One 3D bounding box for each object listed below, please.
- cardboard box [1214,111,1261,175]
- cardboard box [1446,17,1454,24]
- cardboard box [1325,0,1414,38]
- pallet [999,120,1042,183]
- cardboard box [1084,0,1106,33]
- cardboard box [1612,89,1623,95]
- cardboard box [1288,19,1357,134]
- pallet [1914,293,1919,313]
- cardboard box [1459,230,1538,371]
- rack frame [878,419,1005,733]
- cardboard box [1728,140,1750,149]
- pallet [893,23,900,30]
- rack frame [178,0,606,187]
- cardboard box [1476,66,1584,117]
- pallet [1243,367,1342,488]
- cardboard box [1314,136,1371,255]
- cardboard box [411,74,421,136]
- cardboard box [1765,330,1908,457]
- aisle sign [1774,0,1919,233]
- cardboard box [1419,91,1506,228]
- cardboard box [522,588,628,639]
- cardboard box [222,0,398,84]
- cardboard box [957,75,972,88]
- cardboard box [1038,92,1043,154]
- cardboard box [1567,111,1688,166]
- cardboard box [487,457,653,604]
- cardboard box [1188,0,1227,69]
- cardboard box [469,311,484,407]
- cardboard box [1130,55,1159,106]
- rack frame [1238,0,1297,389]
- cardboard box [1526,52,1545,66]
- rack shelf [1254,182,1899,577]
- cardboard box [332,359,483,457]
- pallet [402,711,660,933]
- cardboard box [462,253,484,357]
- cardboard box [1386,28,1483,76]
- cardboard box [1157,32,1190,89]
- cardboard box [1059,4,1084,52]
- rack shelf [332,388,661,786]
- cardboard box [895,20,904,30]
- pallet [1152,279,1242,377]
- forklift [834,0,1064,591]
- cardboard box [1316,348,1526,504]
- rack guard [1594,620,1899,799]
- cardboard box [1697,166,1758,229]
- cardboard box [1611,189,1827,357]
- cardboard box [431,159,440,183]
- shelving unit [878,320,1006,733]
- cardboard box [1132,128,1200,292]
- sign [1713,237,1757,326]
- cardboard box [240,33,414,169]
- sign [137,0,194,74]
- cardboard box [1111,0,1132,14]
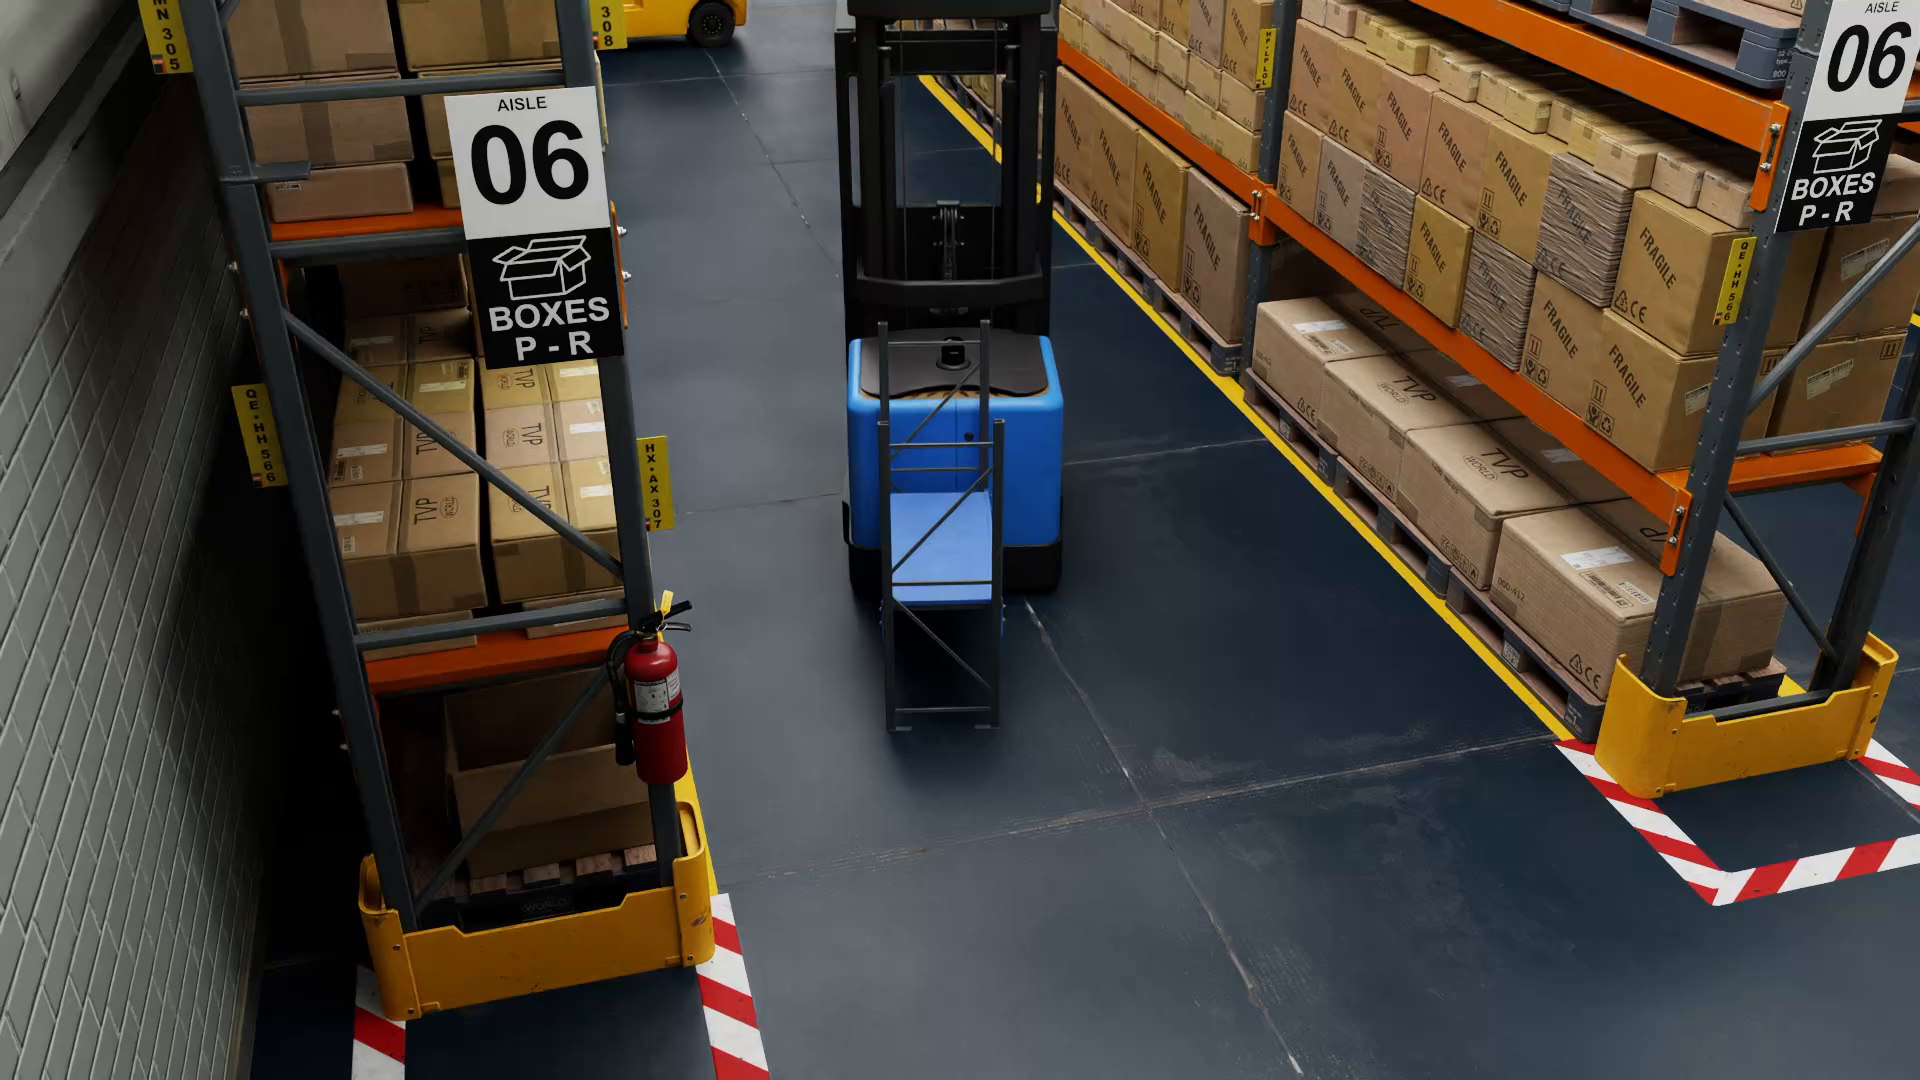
[{"bbox_3d":[1.884,-2.438,10.118,0.500,0.250,0.500,-9,31,-14],"label":"cardboard box"},{"bbox_3d":[2.657,-2.707,8.686,0.380,0.149,0.250,-8,31,-13],"label":"cardboard box"},{"bbox_3d":[2.163,-2.768,8.792,0.380,0.149,0.250,-7,31,-13],"label":"cardboard box"},{"bbox_3d":[0.978,-3.422,14.452,1.003,0.211,1.213,-8,31,-13],"label":"pallet"},{"bbox_3d":[1.217,-3.876,12.103,0.500,0.250,0.500,-7,31,-12],"label":"cardboard box"},{"bbox_3d":[3.150,-1.981,7.434,0.380,0.149,0.250,-8,31,-13],"label":"cardboard box"},{"bbox_3d":[2.139,-2.534,9.035,0.500,0.500,0.500,-8,31,-13],"label":"cardboard box"},{"bbox_3d":[7.204,-1.500,11.131,1.003,0.211,1.213,-8,31,-13],"label":"pallet"},{"bbox_3d":[2.660,-1.120,7.592,0.500,0.500,0.500,-7,31,-12],"label":"cardboard box"},{"bbox_3d":[-0.074,0.183,6.937,0.500,1.500,0.032,-1,30,-2],"label":"rack frame"},{"bbox_3d":[3.384,-1.611,6.793,0.380,0.149,0.250,-7,31,-12],"label":"cardboard box"},{"bbox_3d":[-0.090,-5.296,17.690,1.003,0.211,1.213,-8,31,-13],"label":"pallet"},{"bbox_3d":[-1.477,-2.323,3.780,1.000,3.000,0.127,-8,31,-13],"label":"rack frame"},{"bbox_3d":[2.576,-2.030,7.517,0.380,0.149,0.250,-7,31,-12],"label":"cardboard box"},{"bbox_3d":[2.372,-0.735,9.810,1.003,0.211,1.213,-8,31,-13],"label":"pallet"},{"bbox_3d":[2.248,-1.858,8.866,0.500,0.500,0.500,-8,31,-13],"label":"cardboard box"},{"bbox_3d":[-1.982,-1.418,5.463,0.380,0.149,0.250,-9,31,-15],"label":"cardboard box"},{"bbox_3d":[3.457,-0.701,6.867,0.500,0.500,0.500,-8,31,-14],"label":"cardboard box"},{"bbox_3d":[3.028,-1.437,5.643,0.394,0.787,0.004,-8,31,-13],"label":"aisle sign"},{"bbox_3d":[2.523,-1.796,7.761,0.500,0.500,0.500,-8,31,-14],"label":"cardboard box"},{"bbox_3d":[-1.300,0.187,5.683,0.380,0.149,0.250,-8,31,-14],"label":"cardboard box"},{"bbox_3d":[-1.864,-1.482,4.676,0.500,0.250,0.500,-9,31,-15],"label":"cardboard box"},{"bbox_3d":[0.458,-4.628,15.956,0.950,0.372,0.625,-6,31,-10],"label":"cardboard box"},{"bbox_3d":[1.044,-3.570,14.128,0.950,0.372,0.625,-10,32,-17],"label":"cardboard box"},{"bbox_3d":[2.752,-1.651,6.863,0.380,0.149,0.250,-7,31,-12],"label":"cardboard box"},{"bbox_3d":[-1.338,-0.045,5.686,0.500,0.250,0.500,-8,31,-13],"label":"cardboard box"},{"bbox_3d":[1.741,-3.227,10.233,0.500,0.500,0.500,-7,31,-12],"label":"cardboard box"},{"bbox_3d":[-1.766,-0.777,6.951,0.500,0.250,0.500,-9,31,-15],"label":"cardboard box"},{"bbox_3d":[1.493,-3.179,11.398,0.500,0.250,0.500,-8,31,-13],"label":"cardboard box"},{"bbox_3d":[2.246,-2.320,9.764,1.000,3.000,0.127,-8,31,-13],"label":"rack frame"},{"bbox_3d":[2.913,-2.344,8.060,0.380,0.149,0.250,-8,31,-14],"label":"cardboard box"},{"bbox_3d":[2.777,-1.042,8.275,1.077,0.370,4.000,-8,31,-13],"label":"rack shelf"},{"bbox_3d":[-2.117,-0.466,6.413,0.500,0.250,0.500,-7,31,-12],"label":"cardboard box"},{"bbox_3d":[-1.710,1.059,6.710,1.003,0.211,1.213,-8,31,-13],"label":"pallet"},{"bbox_3d":[-1.736,-1.094,6.750,0.500,0.500,0.500,-7,31,-12],"label":"cardboard box"},{"bbox_3d":[2.321,-2.390,8.139,0.380,0.149,0.250,-9,31,-15],"label":"cardboard box"},{"bbox_3d":[1.611,-3.142,10.834,0.500,0.250,0.500,-7,31,-12],"label":"cardboard box"},{"bbox_3d":[1.072,-3.917,12.673,0.500,0.250,0.500,-8,31,-14],"label":"cardboard box"},{"bbox_3d":[-2.008,-0.381,7.132,1.077,0.370,4.000,-8,31,-13],"label":"rack shelf"},{"bbox_3d":[-0.444,-5.681,17.896,0.500,0.250,0.500,-9,31,-15],"label":"cardboard box"},{"bbox_3d":[1.969,-1.476,11.089,1.003,0.211,1.213,-8,31,-13],"label":"pallet"},{"bbox_3d":[-0.079,-1.721,8.797,1.130,2.935,3.031,-1,30,-2],"label":"forklift"},{"bbox_3d":[2.547,-0.643,9.005,0.875,0.438,0.875,-9,31,-15],"label":"cardboard box"},{"bbox_3d":[3.314,0.706,7.032,1.175,0.500,0.348,-8,31,-13],"label":"rack guard"},{"bbox_3d":[3.019,-1.291,6.241,0.380,0.149,0.250,-7,31,-13],"label":"cardboard box"},{"bbox_3d":[2.950,-1.065,6.498,0.500,0.500,0.500,-7,31,-12],"label":"cardboard box"},{"bbox_3d":[-1.432,-1.224,5.126,0.380,0.149,0.250,-7,31,-12],"label":"cardboard box"},{"bbox_3d":[-0.095,-0.071,7.376,0.538,1.500,1.048,-1,30,-2],"label":"shelving unit"},{"bbox_3d":[1.757,-2.306,11.442,0.875,0.875,0.875,-7,31,-12],"label":"cardboard box"},{"bbox_3d":[2.781,-0.926,5.963,0.100,0.325,0.005,-8,31,-13],"label":"sign"},{"bbox_3d":[-1.857,-1.267,4.803,0.500,0.250,0.500,-8,31,-14],"label":"cardboard box"},{"bbox_3d":[-2.017,-1.343,4.198,0.100,0.325,0.005,-8,31,-13],"label":"sign"},{"bbox_3d":[1.343,-3.967,11.511,0.500,0.500,0.500,-7,31,-12],"label":"cardboard box"}]
